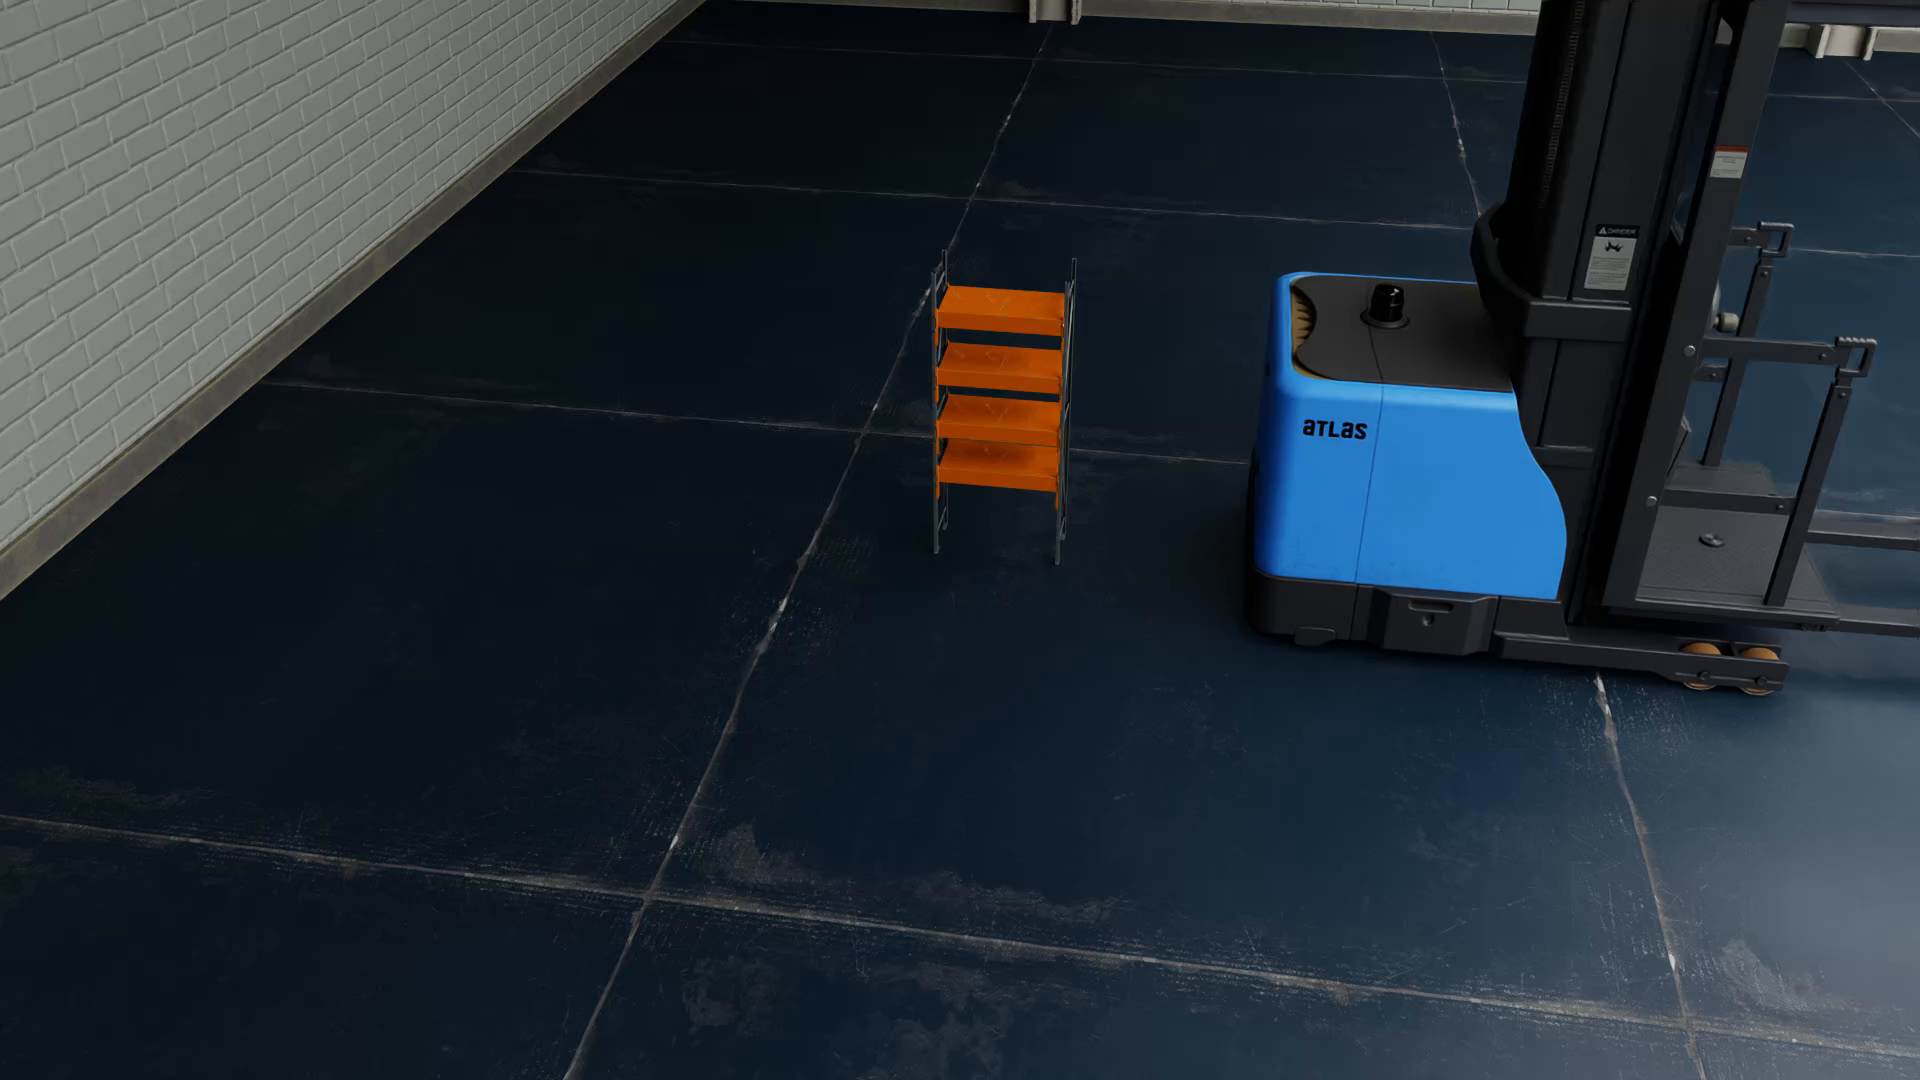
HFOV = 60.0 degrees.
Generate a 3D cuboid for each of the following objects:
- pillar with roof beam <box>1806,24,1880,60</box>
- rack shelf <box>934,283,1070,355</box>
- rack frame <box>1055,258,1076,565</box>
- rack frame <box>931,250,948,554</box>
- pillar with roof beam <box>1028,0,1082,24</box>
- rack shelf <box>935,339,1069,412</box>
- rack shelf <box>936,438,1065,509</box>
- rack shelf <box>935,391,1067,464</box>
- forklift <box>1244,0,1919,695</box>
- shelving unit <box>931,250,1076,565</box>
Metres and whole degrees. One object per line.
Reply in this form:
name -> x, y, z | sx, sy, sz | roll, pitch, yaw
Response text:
pillar with roof beam -> 5.964, -5.274, 6.694 | 0.400, 9.000, 9.100 | 5, 32, 8
rack shelf -> 0.163, -0.827, 6.200 | 0.480, 0.148, 0.258 | 5, 32, 8
rack frame -> 0.404, -0.472, 6.373 | 0.015, 1.200, 0.240 | 5, 32, 8
rack frame -> -0.077, -0.516, 6.443 | 0.015, 1.200, 0.240 | 5, 32, 8
pillar with roof beam -> 0.050, -5.809, 7.549 | 0.400, 9.000, 9.100 | 5, 32, 8
rack shelf -> 0.163, -0.626, 6.325 | 0.480, 0.148, 0.258 | 5, 32, 8
rack shelf -> 0.163, -0.268, 6.549 | 0.480, 0.148, 0.258 | 5, 32, 8
rack shelf -> 0.163, -0.437, 6.444 | 0.480, 0.148, 0.258 | 5, 32, 8
forklift -> 2.615, -0.998, 5.582 | 3.031, 2.935, 1.130 | 5, 32, 8
shelving unit -> 0.163, -0.494, 6.408 | 0.503, 1.200, 0.258 | 5, 32, 8
